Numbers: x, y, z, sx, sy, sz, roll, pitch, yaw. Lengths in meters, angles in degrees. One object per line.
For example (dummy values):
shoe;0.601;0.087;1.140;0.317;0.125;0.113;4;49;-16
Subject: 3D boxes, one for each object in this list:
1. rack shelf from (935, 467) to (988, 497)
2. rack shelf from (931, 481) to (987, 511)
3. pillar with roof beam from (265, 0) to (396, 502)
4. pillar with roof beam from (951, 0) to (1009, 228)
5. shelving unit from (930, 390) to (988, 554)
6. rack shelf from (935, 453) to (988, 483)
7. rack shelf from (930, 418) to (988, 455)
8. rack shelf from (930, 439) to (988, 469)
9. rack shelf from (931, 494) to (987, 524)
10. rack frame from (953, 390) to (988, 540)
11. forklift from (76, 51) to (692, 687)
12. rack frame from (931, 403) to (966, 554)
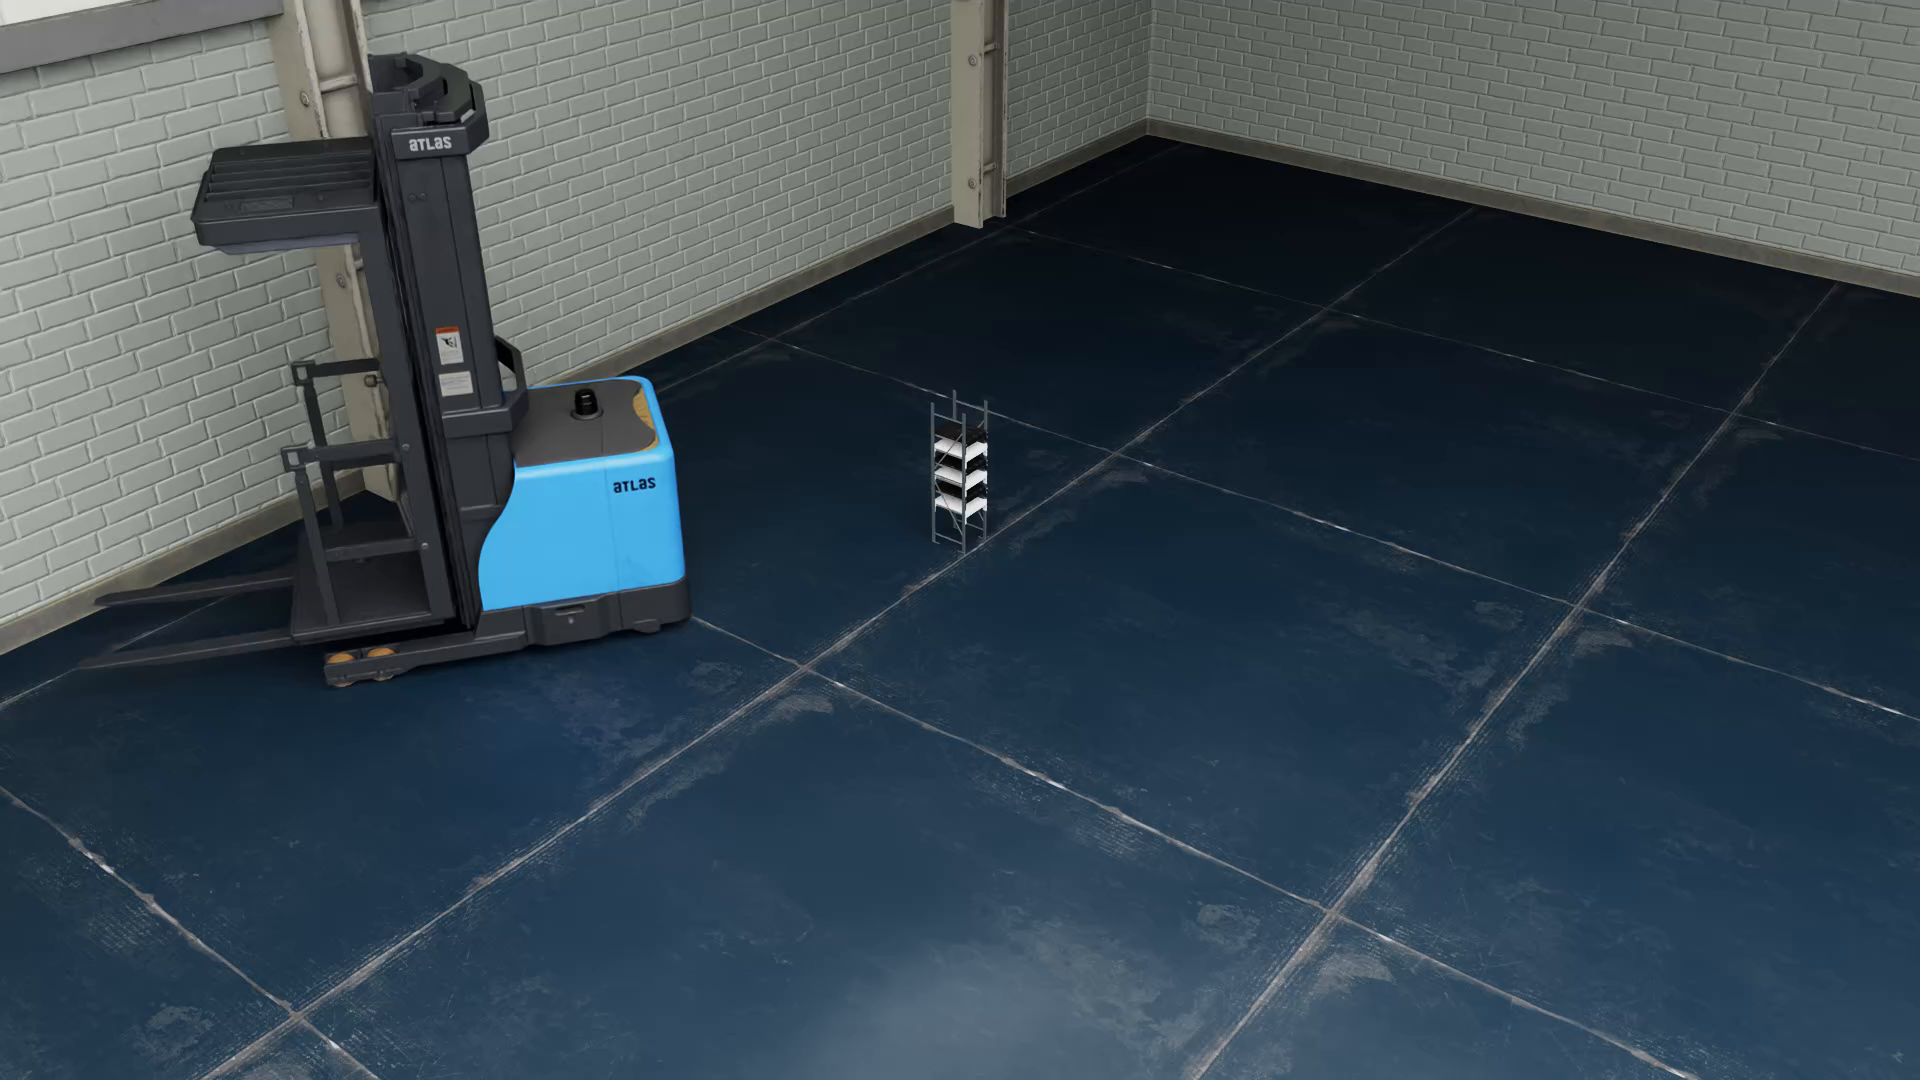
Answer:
rack shelf;-0.005;-0.355;9.532;0.258;0.077;0.200;21;37;31
rack shelf;-0.005;-0.278;9.578;0.258;0.077;0.200;21;37;31
pillar with roof beam;-0.026;-2.905;5.825;9.100;9.000;0.400;21;37;31
pillar with roof beam;3.596;-5.344;9.940;9.100;9.000;0.400;21;37;31
shelving unit;-0.005;-0.384;9.515;0.258;0.900;0.210;21;37;31
rack shelf;-0.005;-0.433;9.486;0.258;0.077;0.200;21;37;31
rack shelf;-0.005;-0.587;9.394;0.258;0.077;0.200;21;37;31
rack shelf;-0.005;-0.510;9.440;0.258;0.077;0.200;21;37;31
rack shelf;-0.005;-0.200;9.624;0.258;0.077;0.200;21;37;31
rack frame;0.056;-0.425;9.585;0.240;0.900;0.006;21;37;31
forklift;-3.022;-0.813;8.248;3.031;2.935;1.130;-9;32;-14
rack frame;-0.066;-0.342;9.445;0.240;0.900;0.006;21;37;31
